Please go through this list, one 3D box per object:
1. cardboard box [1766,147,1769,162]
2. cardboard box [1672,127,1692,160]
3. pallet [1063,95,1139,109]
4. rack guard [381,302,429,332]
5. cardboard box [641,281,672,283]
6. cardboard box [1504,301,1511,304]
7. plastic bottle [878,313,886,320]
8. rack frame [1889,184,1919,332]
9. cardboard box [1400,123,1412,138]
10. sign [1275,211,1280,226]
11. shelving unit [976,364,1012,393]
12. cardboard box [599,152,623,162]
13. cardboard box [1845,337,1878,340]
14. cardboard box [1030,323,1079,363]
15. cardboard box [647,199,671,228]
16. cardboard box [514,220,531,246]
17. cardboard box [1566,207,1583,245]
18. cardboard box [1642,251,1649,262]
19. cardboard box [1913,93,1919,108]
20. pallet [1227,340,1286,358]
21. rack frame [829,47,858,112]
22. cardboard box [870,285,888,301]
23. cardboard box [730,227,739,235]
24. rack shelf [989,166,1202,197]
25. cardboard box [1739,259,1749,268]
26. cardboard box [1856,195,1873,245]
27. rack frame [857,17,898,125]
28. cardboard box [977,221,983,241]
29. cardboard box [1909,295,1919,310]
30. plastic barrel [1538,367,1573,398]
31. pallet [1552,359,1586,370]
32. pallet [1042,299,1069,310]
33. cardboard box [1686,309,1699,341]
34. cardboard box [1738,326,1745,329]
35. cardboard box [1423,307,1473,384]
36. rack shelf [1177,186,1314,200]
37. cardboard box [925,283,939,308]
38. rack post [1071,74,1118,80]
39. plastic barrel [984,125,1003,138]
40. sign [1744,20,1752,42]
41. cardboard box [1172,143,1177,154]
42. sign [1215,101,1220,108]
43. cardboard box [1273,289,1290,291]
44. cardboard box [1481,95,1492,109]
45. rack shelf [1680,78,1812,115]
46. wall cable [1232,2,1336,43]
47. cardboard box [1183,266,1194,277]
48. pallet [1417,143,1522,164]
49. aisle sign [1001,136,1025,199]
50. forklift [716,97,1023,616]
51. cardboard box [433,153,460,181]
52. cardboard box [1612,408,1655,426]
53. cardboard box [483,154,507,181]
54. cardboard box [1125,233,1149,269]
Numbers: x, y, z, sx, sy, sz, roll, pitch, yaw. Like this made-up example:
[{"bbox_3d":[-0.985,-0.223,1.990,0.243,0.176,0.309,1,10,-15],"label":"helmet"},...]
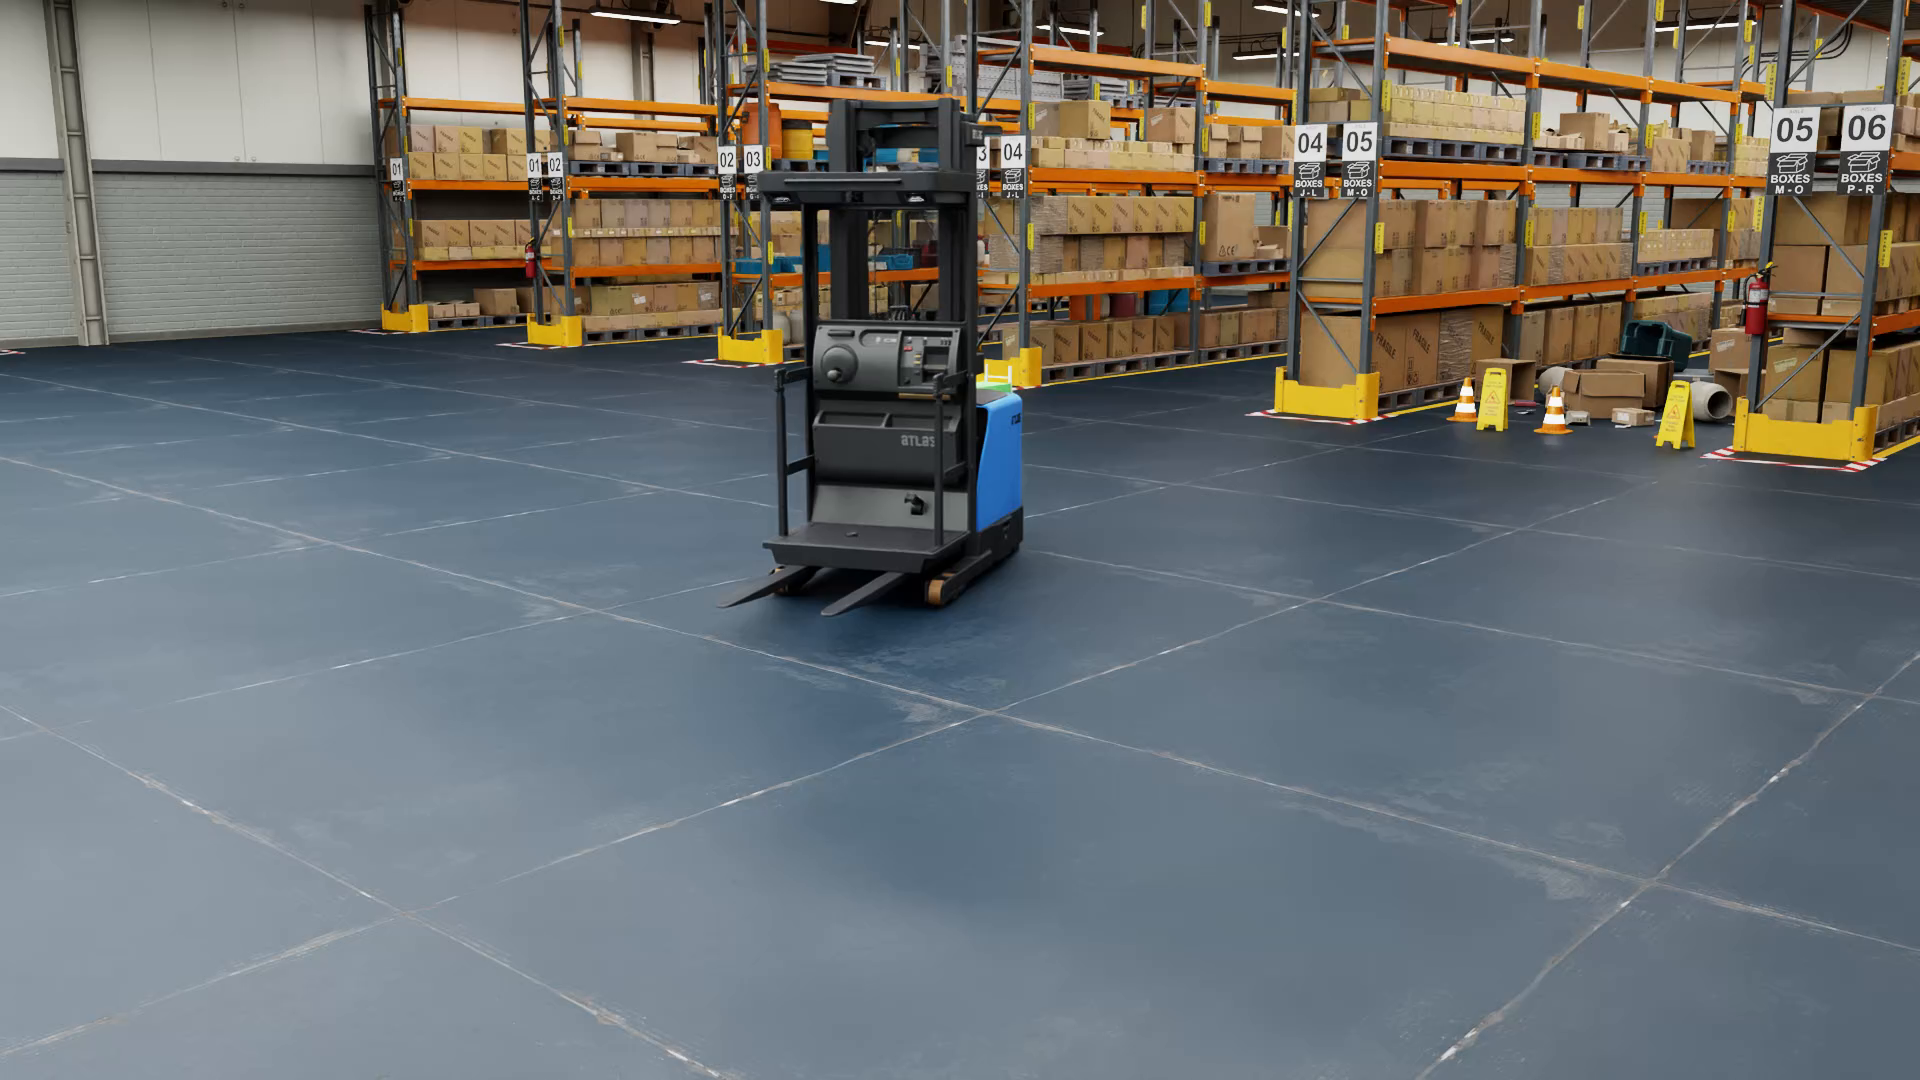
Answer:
[{"bbox_3d":[13.588,-6.575,28.420,0.500,0.250,0.500,9,14,38],"label":"cardboard box"},{"bbox_3d":[10.961,-6.185,26.025,0.797,0.503,0.637,10,15,40],"label":"cardboard box"},{"bbox_3d":[2.558,-8.131,30.949,1.213,0.211,1.003,10,15,40],"label":"pallet"},{"bbox_3d":[-10.614,-4.265,31.788,1.175,0.500,0.348,10,15,40],"label":"rack guard"},{"bbox_3d":[-5.501,-4.479,30.509,0.500,0.500,0.500,10,15,40],"label":"cardboard box"},{"bbox_3d":[10.698,-4.972,33.298,0.875,0.875,0.875,10,15,40],"label":"cardboard box"},{"bbox_3d":[-1.318,-3.620,27.818,0.144,0.351,0.185,10,15,40],"label":"plastic bottle"},{"bbox_3d":[10.583,-2.866,18.400,1.000,3.000,0.127,10,15,40],"label":"rack frame"},{"bbox_3d":[4.792,-4.551,18.496,0.380,0.149,0.250,10,15,41],"label":"cardboard box"},{"bbox_3d":[5.360,-5.374,28.005,0.100,0.325,0.005,10,15,40],"label":"sign"},{"bbox_3d":[0.111,-0.614,11.721,0.258,1.200,0.503,10,15,40],"label":"shelving unit"},{"bbox_3d":[-6.031,-6.612,28.712,0.380,0.149,0.250,10,15,40],"label":"cardboard box"},{"bbox_3d":[9.303,-1.883,17.512,0.500,0.500,0.500,11,16,43],"label":"cardboard box"},{"bbox_3d":[1.292,-2.721,22.984,0.500,0.500,0.500,-7,13,-33],"label":"cardboard box"},{"bbox_3d":[-5.582,-5.826,29.653,0.700,0.500,0.500,10,15,40],"label":"cardboard box"},{"bbox_3d":[-8.769,-6.116,33.089,0.500,0.500,0.500,9,15,39],"label":"cardboard box"},{"bbox_3d":[8.128,-4.328,22.915,0.700,0.500,0.500,10,15,40],"label":"cardboard box"},{"bbox_3d":[10.063,-4.241,24.856,0.380,0.149,0.250,11,16,43],"label":"cardboard box"},{"bbox_3d":[8.918,-4.137,15.713,0.380,0.149,0.250,10,15,40],"label":"cardboard box"},{"bbox_3d":[4.457,-3.074,26.565,1.003,0.211,1.213,10,15,40],"label":"pallet"},{"bbox_3d":[-2.743,-10.187,39.739,1.000,3.000,0.127,10,15,40],"label":"rack frame"},{"bbox_3d":[-1.820,-5.040,33.805,0.500,0.311,0.500,10,15,42],"label":"cardboard box"},{"bbox_3d":[-4.318,-5.728,30.818,0.380,0.149,0.250,10,15,40],"label":"cardboard box"},{"bbox_3d":[1.819,-4.971,23.118,1.077,0.370,4.000,10,15,40],"label":"rack shelf"},{"bbox_3d":[13.162,-4.705,28.253,0.380,0.149,0.250,10,15,41],"label":"cardboard box"},{"bbox_3d":[8.456,-3.139,16.202,0.700,0.500,0.500,10,15,41],"label":"cardboard box"},{"bbox_3d":[-1.659,-8.959,33.589,1.000,3.000,0.127,10,15,40],"label":"rack frame"},{"bbox_3d":[0.094,-6.710,36.320,0.500,0.500,0.700,-9,15,-39],"label":"cardboard box"},{"bbox_3d":[9.388,-2.400,16.710,0.380,0.149,0.250,9,15,39],"label":"cardboard box"},{"bbox_3d":[7.201,-1.862,19.953,0.421,0.421,0.512,-2,11,-9],"label":"plastic barrel"},{"bbox_3d":[8.056,-2.427,23.323,1.003,0.211,1.213,10,15,40],"label":"pallet"},{"bbox_3d":[2.240,-5.519,38.804,1.003,0.211,1.213,10,15,40],"label":"pallet"},{"bbox_3d":[11.441,-3.431,26.540,0.500,0.500,0.500,9,15,39],"label":"cardboard box"},{"bbox_3d":[13.387,-3.684,28.703,0.380,0.149,0.250,9,15,39],"label":"cardboard box"},{"bbox_3d":[5.738,-2.438,20.612,0.875,0.875,0.875,10,15,41],"label":"cardboard box"},{"bbox_3d":[6.020,-7.377,35.164,1.077,0.370,4.000,10,15,40],"label":"rack shelf"},{"bbox_3d":[-0.468,-5.188,35.284,0.500,0.500,0.500,10,15,40],"label":"cardboard box"},{"bbox_3d":[2.500,-8.698,30.967,0.624,0.289,0.986,10,15,40],"label":"rack post"},{"bbox_3d":[0.455,-6.799,29.157,0.600,0.901,0.708,10,15,40],"label":"plastic barrel"},{"bbox_3d":[12.500,-8.074,26.373,0.100,0.325,0.005,10,15,40],"label":"sign"},{"bbox_3d":[2.896,-5.627,23.932,0.380,0.149,0.250,10,15,41],"label":"cardboard box"},{"bbox_3d":[5.111,-8.732,32.989,0.100,0.325,0.005,10,15,40],"label":"sign"},{"bbox_3d":[5.360,-3.991,27.377,0.500,0.250,0.500,11,15,43],"label":"cardboard box"},{"bbox_3d":[6.128,-5.240,19.909,0.380,0.149,0.250,10,15,41],"label":"cardboard box"},{"bbox_3d":[13.399,-7.549,28.379,1.077,0.370,4.000,10,15,40],"label":"rack shelf"},{"bbox_3d":[8.257,-13.996,42.230,3.097,2.526,0.112,10,15,40],"label":"wall cable"},{"bbox_3d":[3.218,-3.954,24.491,0.380,0.149,0.250,10,15,40],"label":"cardboard box"},{"bbox_3d":[6.250,-4.799,20.649,1.003,0.211,1.213,10,15,40],"label":"pallet"},{"bbox_3d":[0.683,-4.785,21.374,0.394,0.787,0.004,10,15,40],"label":"aisle sign"},{"bbox_3d":[-0.511,-1.131,9.889,1.130,2.935,3.031,4,12,18],"label":"forklift"},{"bbox_3d":[-9.874,-7.101,31.639,0.500,0.500,0.500,-11,16,-44],"label":"cardboard box"},{"bbox_3d":[7.290,-1.333,18.005,0.250,0.149,0.380,-4,12,-18],"label":"cardboard box"},{"bbox_3d":[-9.197,-7.259,32.432,0.500,0.500,0.500,11,16,44],"label":"cardboard box"},{"bbox_3d":[2.185,-4.128,23.705,0.875,0.500,0.500,10,15,40],"label":"cardboard box"}]
